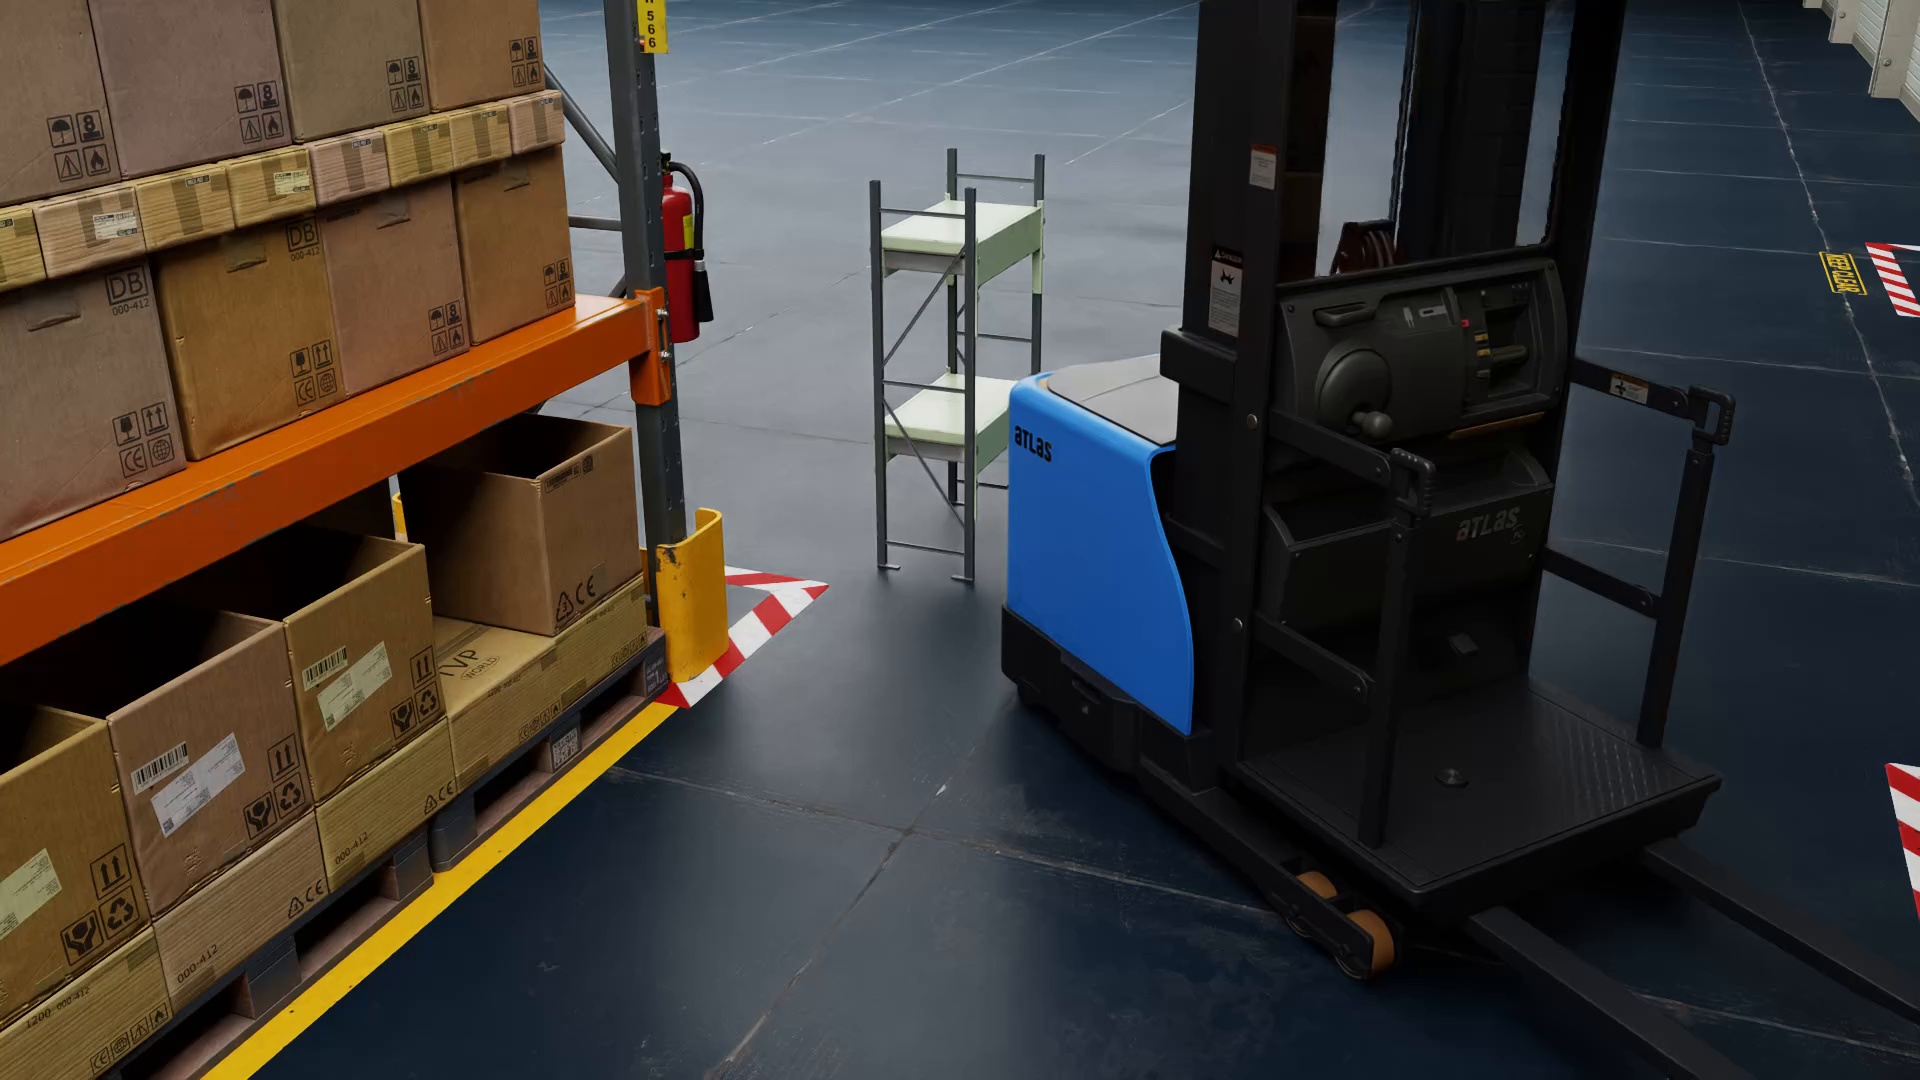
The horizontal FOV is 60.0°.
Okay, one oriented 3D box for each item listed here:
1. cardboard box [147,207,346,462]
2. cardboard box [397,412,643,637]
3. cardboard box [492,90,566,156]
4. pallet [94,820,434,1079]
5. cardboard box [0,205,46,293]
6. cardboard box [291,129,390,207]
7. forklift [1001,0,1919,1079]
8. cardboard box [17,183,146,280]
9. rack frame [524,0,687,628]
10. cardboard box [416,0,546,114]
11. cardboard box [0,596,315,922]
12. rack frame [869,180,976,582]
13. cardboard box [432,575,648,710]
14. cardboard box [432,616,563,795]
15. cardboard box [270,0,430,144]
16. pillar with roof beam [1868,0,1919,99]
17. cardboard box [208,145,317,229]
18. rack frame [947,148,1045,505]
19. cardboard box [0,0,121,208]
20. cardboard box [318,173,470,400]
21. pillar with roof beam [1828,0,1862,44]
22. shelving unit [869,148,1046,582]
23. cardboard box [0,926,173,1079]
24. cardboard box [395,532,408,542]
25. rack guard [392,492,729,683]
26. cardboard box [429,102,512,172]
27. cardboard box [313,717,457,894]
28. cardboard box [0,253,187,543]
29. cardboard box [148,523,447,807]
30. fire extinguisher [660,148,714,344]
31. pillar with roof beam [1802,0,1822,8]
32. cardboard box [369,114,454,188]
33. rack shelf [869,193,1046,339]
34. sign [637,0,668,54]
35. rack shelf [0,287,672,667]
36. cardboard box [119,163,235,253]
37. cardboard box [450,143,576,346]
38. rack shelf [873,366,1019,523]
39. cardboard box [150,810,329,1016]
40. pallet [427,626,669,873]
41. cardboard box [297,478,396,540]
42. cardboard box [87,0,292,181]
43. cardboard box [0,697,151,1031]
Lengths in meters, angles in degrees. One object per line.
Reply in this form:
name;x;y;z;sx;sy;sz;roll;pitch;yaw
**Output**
cardboard box;-1.972;-0.547;4.038;0.700;0.500;0.500;9;24;20
cardboard box;-1.329;-0.068;5.070;0.500;0.500;0.500;9;24;20
cardboard box;-1.371;-1.213;4.790;0.380;0.149;0.250;8;24;19
pallet;-2.106;0.970;4.154;1.003;0.211;1.213;9;24;20
cardboard box;-2.040;-0.569;3.248;0.380;0.149;0.250;9;24;20
cardboard box;-1.657;-0.938;4.132;0.380;0.149;0.250;9;24;21
forklift;1.298;-0.463;4.056;1.130;2.935;3.031;-12;26;-27
cardboard box;-1.945;-0.657;3.461;0.380;0.149;0.250;8;24;19
rack frame;-1.406;-1.031;5.327;1.000;3.000;0.127;9;24;20
cardboard box;-1.611;-1.492;4.617;0.700;0.500;0.500;9;24;20
cardboard box;-1.874;0.471;3.781;0.500;0.500;0.500;9;24;20
rack frame;-0.133;-0.563;6.153;0.400;1.500;0.023;9;24;20
cardboard box;-1.331;0.278;5.216;0.500;0.250;0.500;9;24;20
cardboard box;-1.505;0.459;4.783;0.500;0.250;0.500;9;24;20
cardboard box;-1.801;-1.303;4.165;0.700;0.500;0.500;8;24;19
pillar with roof beam;6.427;-9.775;18.477;9.100;9.000;0.400;9;24;20
cardboard box;-1.755;-0.844;3.907;0.380;0.149;0.250;10;25;22
rack frame;0.138;-0.825;6.780;0.400;1.500;0.023;9;24;20
cardboard box;-2.174;-0.943;3.303;0.700;0.500;0.500;9;24;20
cardboard box;-1.782;-0.724;4.461;0.700;0.500;0.500;9;24;21
pillar with roof beam;8.656;-11.922;23.617;9.100;9.000;0.400;9;24;20
shelving unit;0.002;-0.694;6.467;0.431;1.500;0.755;9;24;20
cardboard box;-2.057;0.996;3.496;0.500;0.250;0.500;9;24;20
cardboard box;-1.812;0.204;5.393;0.500;0.250;0.500;9;24;20
rack guard;-1.397;0.113;5.830;1.175;0.500;0.348;9;24;20
cardboard box;-1.467;-1.119;4.566;0.380;0.149;0.250;9;24;21
cardboard box;-1.690;0.638;4.354;0.500;0.250;0.500;9;24;20
cardboard box;-2.164;-0.358;3.585;0.700;0.500;0.500;10;24;22
cardboard box;-1.687;0.292;4.209;0.500;0.500;0.500;9;24;20
fire extinguisher;-0.931;-0.971;5.284;0.296;0.674;0.183;9;24;20
pillar with roof beam;10.884;-14.069;28.757;9.100;9.000;0.400;9;24;20
cardboard box;-1.562;-1.027;4.347;0.380;0.149;0.250;8;24;19
rack shelf;0.002;-1.055;6.316;0.431;0.370;0.720;9;24;20
sign;-0.907;-1.592;4.861;0.100;0.325;0.005;9;24;20
rack shelf;-2.149;0.016;3.753;1.077;0.370;4.000;9;24;20
cardboard box;-1.851;-0.749;3.681;0.380;0.149;0.250;9;24;22
cardboard box;-1.591;-0.912;4.912;0.700;0.500;0.500;9;24;20
rack shelf;0.002;-0.394;6.592;0.431;0.370;0.720;9;24;20
cardboard box;-1.877;0.816;3.926;0.500;0.250;0.500;9;24;20
pallet;-1.651;0.535;5.195;1.003;0.211;1.213;9;24;20
cardboard box;-1.996;0.037;4.820;0.500;0.500;0.500;9;24;20
cardboard box;-1.988;-1.122;3.733;0.700;0.500;0.500;9;24;20
cardboard box;-2.058;0.650;3.352;0.500;0.500;0.500;9;24;20
